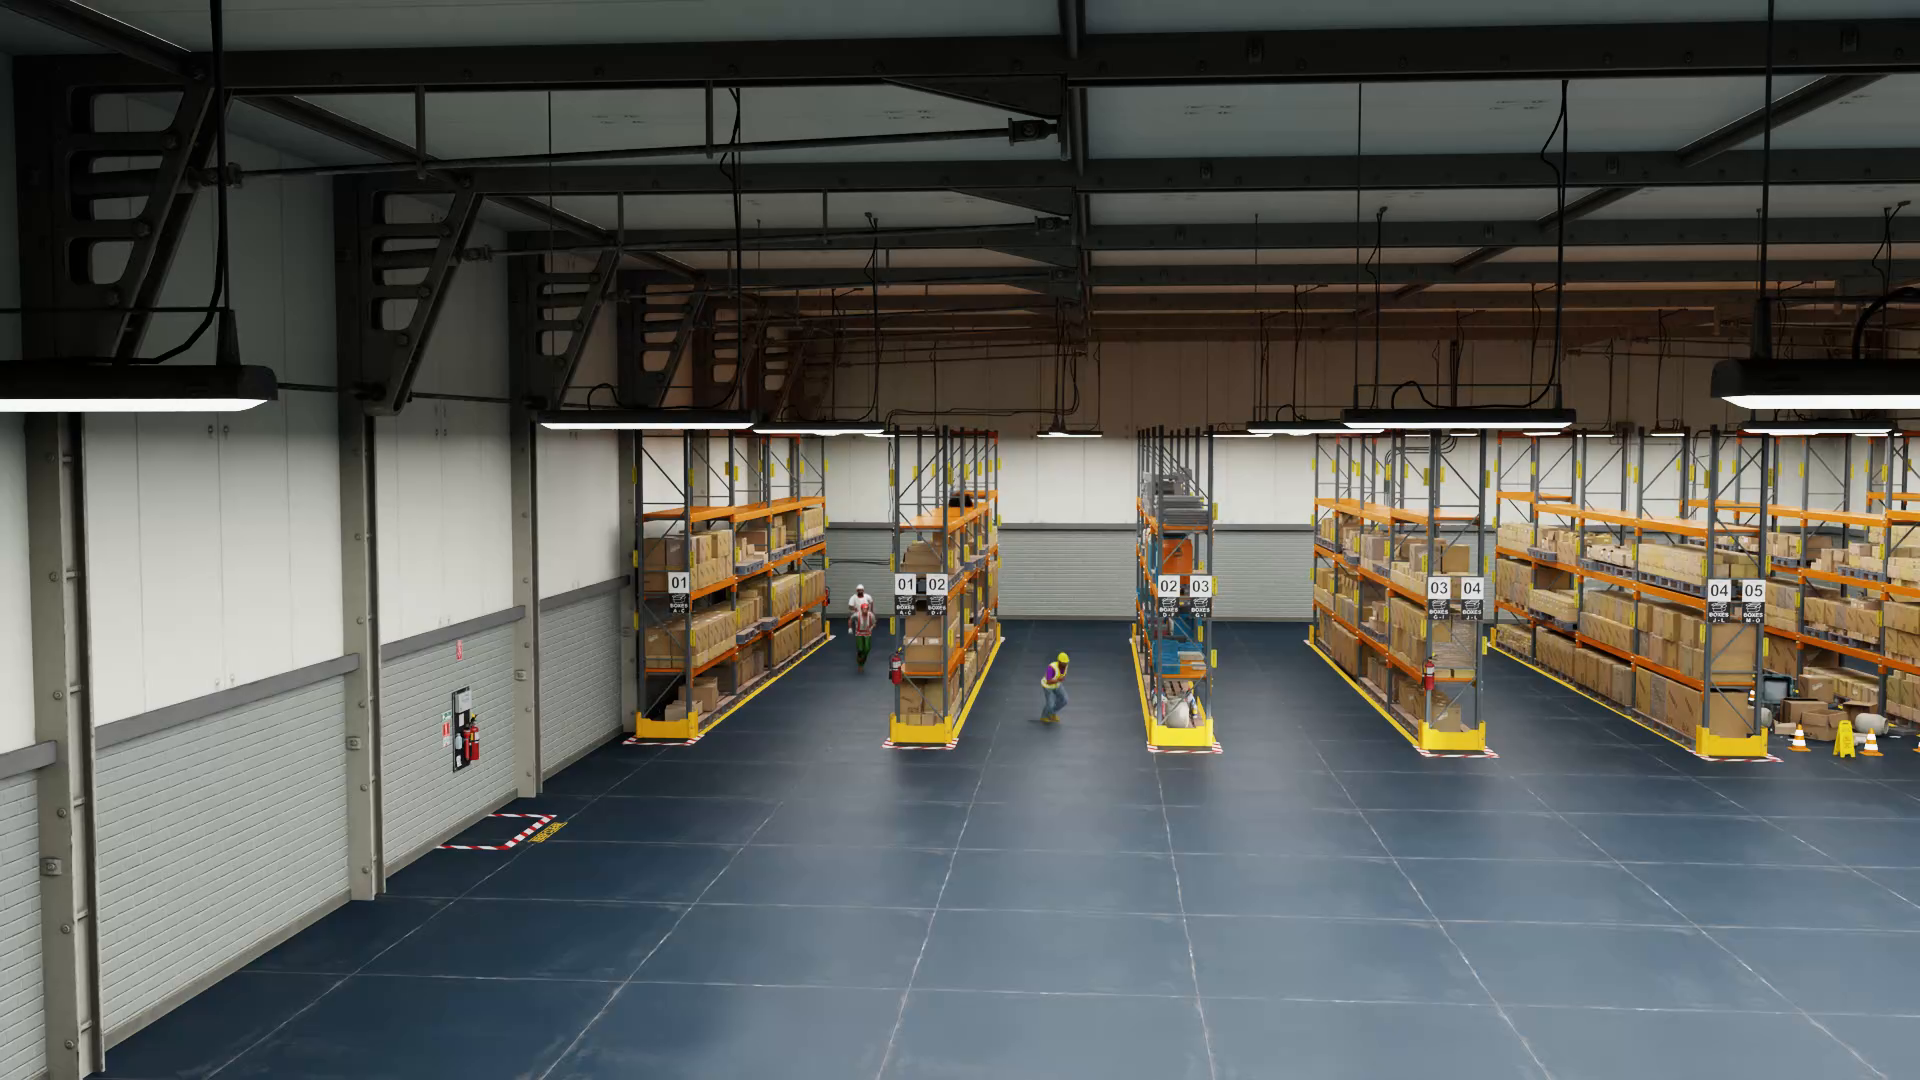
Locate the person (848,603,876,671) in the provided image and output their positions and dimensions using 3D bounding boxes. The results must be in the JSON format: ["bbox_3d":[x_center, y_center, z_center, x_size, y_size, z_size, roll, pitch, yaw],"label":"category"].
[{"bbox_3d":[-2.394,2.402,41.164,0.660,1.707,0.720,-1,4,-17],"label":"person"}]

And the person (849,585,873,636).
[{"bbox_3d":[-2.709,2.111,45.537,0.665,1.786,0.808,0,3,-2],"label":"person"}]

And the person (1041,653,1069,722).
[{"bbox_3d":[1.913,2.958,33.368,0.711,1.484,1.017,-2,4,-36],"label":"person"}]
